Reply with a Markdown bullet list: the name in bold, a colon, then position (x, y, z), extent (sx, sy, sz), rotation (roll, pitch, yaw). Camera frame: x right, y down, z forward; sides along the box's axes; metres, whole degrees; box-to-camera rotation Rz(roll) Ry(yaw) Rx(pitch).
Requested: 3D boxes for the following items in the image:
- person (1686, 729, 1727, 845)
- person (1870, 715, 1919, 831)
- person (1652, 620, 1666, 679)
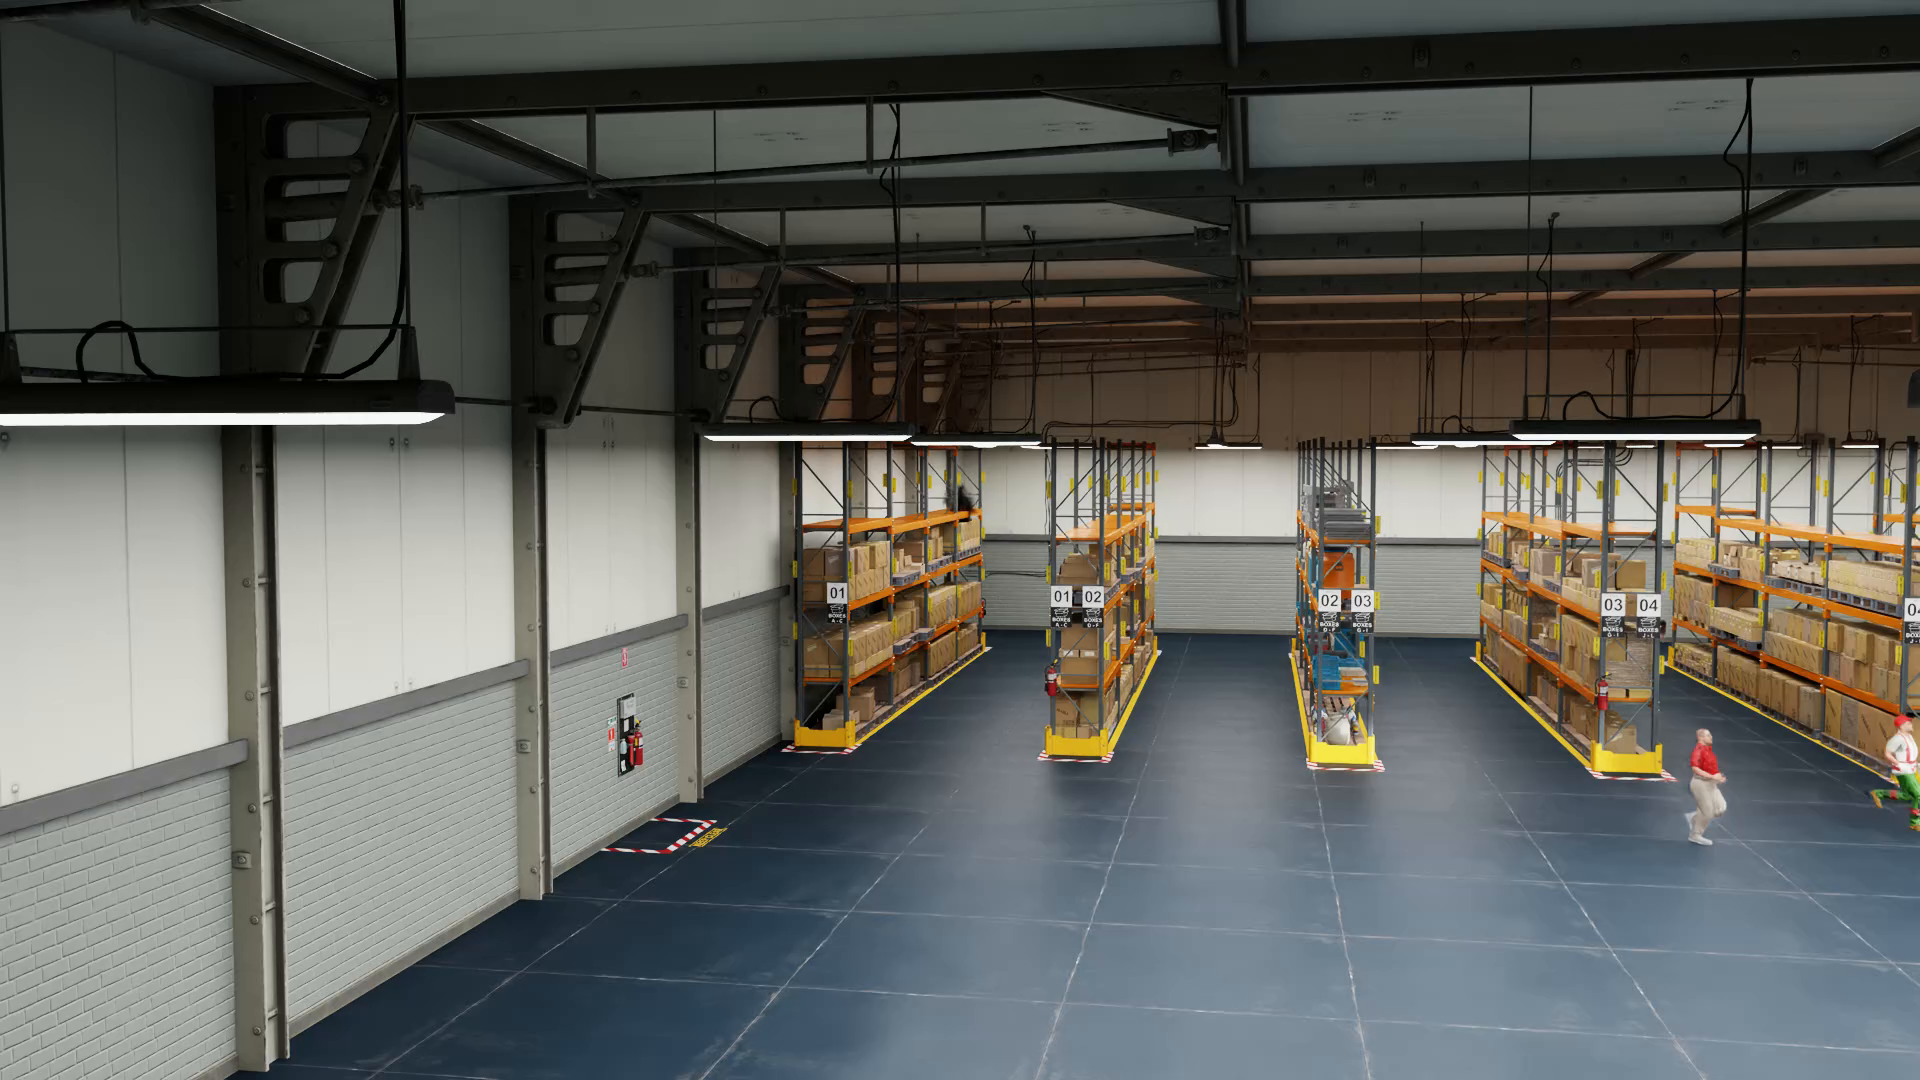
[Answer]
- **person**: position (10.912, 3.598, 24.282), extent (0.568, 1.684, 0.660), rotation (2, 4, 39)
- **person**: position (14.340, 3.530, 25.350), extent (0.870, 1.738, 0.652), rotation (3, 4, 44)
- **person**: position (17.444, 2.738, 42.075), extent (0.752, 1.629, 1.073), rotation (0, 3, 5)
